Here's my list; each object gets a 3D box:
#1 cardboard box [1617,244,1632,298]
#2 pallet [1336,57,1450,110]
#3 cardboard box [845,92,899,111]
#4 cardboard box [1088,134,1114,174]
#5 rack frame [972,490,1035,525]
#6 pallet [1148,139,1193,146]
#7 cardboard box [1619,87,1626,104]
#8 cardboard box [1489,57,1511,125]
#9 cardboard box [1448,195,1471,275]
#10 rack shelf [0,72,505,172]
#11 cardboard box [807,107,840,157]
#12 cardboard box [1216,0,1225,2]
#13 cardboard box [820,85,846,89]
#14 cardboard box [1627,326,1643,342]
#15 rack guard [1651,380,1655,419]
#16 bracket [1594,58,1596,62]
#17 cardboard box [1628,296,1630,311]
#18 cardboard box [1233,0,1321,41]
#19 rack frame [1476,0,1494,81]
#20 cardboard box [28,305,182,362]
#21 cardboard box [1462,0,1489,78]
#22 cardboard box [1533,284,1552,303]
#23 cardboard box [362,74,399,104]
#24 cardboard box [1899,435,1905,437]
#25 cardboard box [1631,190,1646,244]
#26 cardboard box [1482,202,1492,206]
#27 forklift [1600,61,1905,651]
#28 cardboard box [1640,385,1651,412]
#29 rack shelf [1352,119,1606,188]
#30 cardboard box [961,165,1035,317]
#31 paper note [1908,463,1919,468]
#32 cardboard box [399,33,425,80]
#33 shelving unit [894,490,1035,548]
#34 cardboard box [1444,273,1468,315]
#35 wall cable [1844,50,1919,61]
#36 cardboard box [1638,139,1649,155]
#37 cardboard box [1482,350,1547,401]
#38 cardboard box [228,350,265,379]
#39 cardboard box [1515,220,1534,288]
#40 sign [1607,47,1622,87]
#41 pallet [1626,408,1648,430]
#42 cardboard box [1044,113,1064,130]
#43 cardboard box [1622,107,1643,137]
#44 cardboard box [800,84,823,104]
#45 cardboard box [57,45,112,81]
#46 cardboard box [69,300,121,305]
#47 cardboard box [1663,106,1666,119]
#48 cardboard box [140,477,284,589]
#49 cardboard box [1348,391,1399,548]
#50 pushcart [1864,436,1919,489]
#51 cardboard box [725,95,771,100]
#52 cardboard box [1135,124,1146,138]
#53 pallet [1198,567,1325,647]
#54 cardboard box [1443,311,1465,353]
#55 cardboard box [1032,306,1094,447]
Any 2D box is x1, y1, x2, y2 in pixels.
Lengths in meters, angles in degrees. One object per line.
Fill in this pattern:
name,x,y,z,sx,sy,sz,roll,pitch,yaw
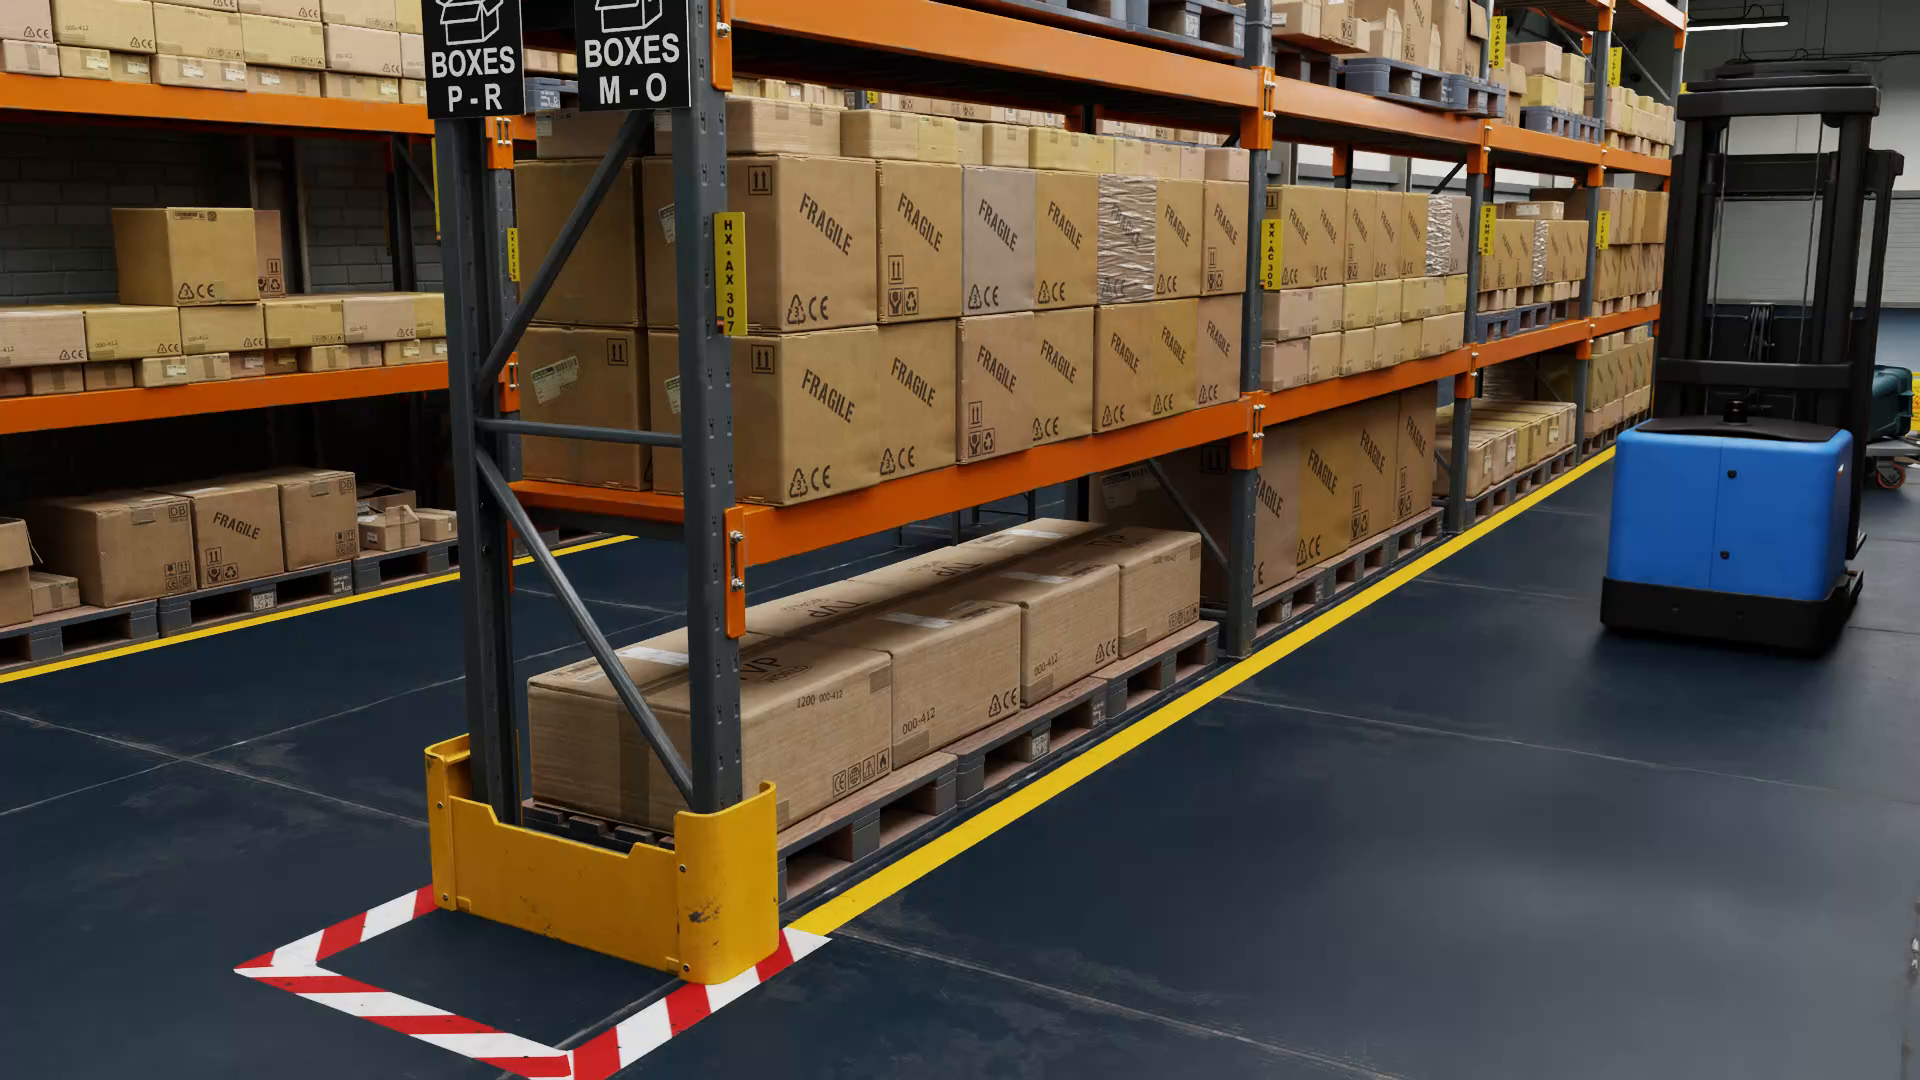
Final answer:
cardboard box,6.122,-2.588,15.959,0.500,0.500,0.500,6,12,30
pallet,2.199,-2.661,9.792,1.003,0.211,1.213,7,13,33
cardboard box,-0.737,-3.676,13.925,0.380,0.166,0.250,6,12,31
cardboard box,0.384,-1.518,6.576,0.380,0.149,0.250,6,12,29
rack frame,0.308,-0.831,11.729,0.500,1.500,0.032,6,12,31
pallet,1.954,-4.423,18.932,1.003,0.211,1.213,6,12,31
cardboard box,5.841,-4.036,15.142,0.380,0.149,0.250,6,12,29
cardboard box,3.567,-3.233,12.065,0.700,0.500,0.500,6,12,31
cardboard box,3.022,-1.996,10.890,0.500,0.500,0.500,6,12,29
rack shelf,-4.293,-2.213,8.839,1.077,0.370,4.000,6,12,31
cardboard box,-0.591,-1.240,5.092,0.380,0.149,0.250,7,13,32
cardboard box,0.932,-2.466,7.188,0.396,0.266,0.258,7,13,32
cardboard box,-1.103,-3.696,13.323,0.380,0.149,0.250,7,13,33
cardboard box,6.760,-2.108,17.007,0.380,0.149,0.250,7,12,32
rack guard,7.180,-1.579,18.446,1.175,0.500,0.348,6,12,31
bracket,16.170,-12.202,42.310,0.076,0.066,4.783,6,12,31
cardboard box,6.360,-2.329,16.340,0.380,0.149,0.250,6,12,30
cardboard box,1.549,-2.593,8.139,0.396,0.266,0.258,6,12,30
rack frame,3.066,-4.511,11.007,1.000,3.000,0.127,6,12,31
cardboard box,-4.343,-1.055,8.450,0.500,0.250,0.500,6,12,30
cardboard box,3.000,-3.220,10.842,0.797,0.503,0.637,6,12,27
cardboard box,4.570,-2.007,13.481,0.380,0.149,0.250,6,12,31
cardboard box,-3.465,-2.593,9.598,0.380,0.149,0.250,7,13,33
cardboard box,8.472,-1.075,15.742,0.797,0.503,0.637,-2,11,-9
cardboard box,6.125,-3.081,15.876,0.700,0.500,0.500,6,12,29
cardboard box,4.121,-2.691,13.605,0.380,0.149,0.250,7,13,34
forklift,4.564,-1.116,9.366,1.130,2.935,3.031,7,13,32
cardboard box,7.018,-1.518,17.658,0.500,0.250,0.500,6,12,30
rack shelf,4.105,-2.997,13.030,1.077,0.370,4.000,6,12,31
cardboard box,-0.071,-1.056,5.870,0.500,0.500,0.500,6,12,30
paper note,8.567,-0.659,14.827,0.155,0.023,0.172,-8,13,-38
cardboard box,-3.291,-2.853,9.906,0.500,0.250,0.500,6,12,31
shelving unit,0.044,-0.751,11.302,0.538,1.500,1.048,6,12,31
cardboard box,3.032,-1.633,10.991,0.500,0.250,0.500,6,12,30
wall cable,25.036,-13.912,43.578,3.097,2.526,0.112,6,12,31
cardboard box,6.514,-3.842,16.272,0.380,0.149,0.250,6,12,30
cardboard box,5.221,-1.533,15.699,0.500,0.500,0.500,6,12,30
cardboard box,-4.021,-0.968,9.068,0.380,0.149,0.250,6,12,31
cardboard box,4.032,-2.179,12.635,0.500,0.500,0.500,7,12,32
sign,5.619,-4.061,14.280,0.100,0.325,0.005,6,12,31
pallet,6.728,-1.313,17.808,1.003,0.211,1.213,6,12,31
cardboard box,0.731,-4.214,16.402,0.500,0.311,0.500,6,12,29
cardboard box,6.137,-3.940,15.712,0.500,0.250,0.500,7,12,31
cardboard box,-1.307,-3.514,13.162,0.380,0.149,0.250,6,12,29
cardboard box,-4.358,-2.310,8.086,0.380,0.149,0.250,6,12,31
cardboard box,-4.518,-1.188,9.162,0.500,0.250,0.500,6,12,31
cardboard box,7.130,-4.445,17.322,0.380,0.149,0.250,7,12,32
cardboard box,-4.096,-0.046,9.117,0.500,0.500,0.500,7,12,32
cardboard box,2.170,-0.483,10.431,0.875,0.875,0.875,7,12,31
pushcart,7.118,-0.692,14.040,1.648,0.377,0.936,2,11,11
cardboard box,-1.757,-3.174,12.429,0.500,0.250,0.500,6,12,31
cardboard box,1.791,-4.433,18.017,0.380,0.149,0.250,7,13,32
pallet,1.326,0.309,9.143,1.003,0.211,1.213,6,12,31
cardboard box,3.026,-1.384,11.016,0.500,0.250,0.500,6,12,29
cardboard box,0.172,-0.642,6.373,0.500,0.500,0.500,7,13,33
